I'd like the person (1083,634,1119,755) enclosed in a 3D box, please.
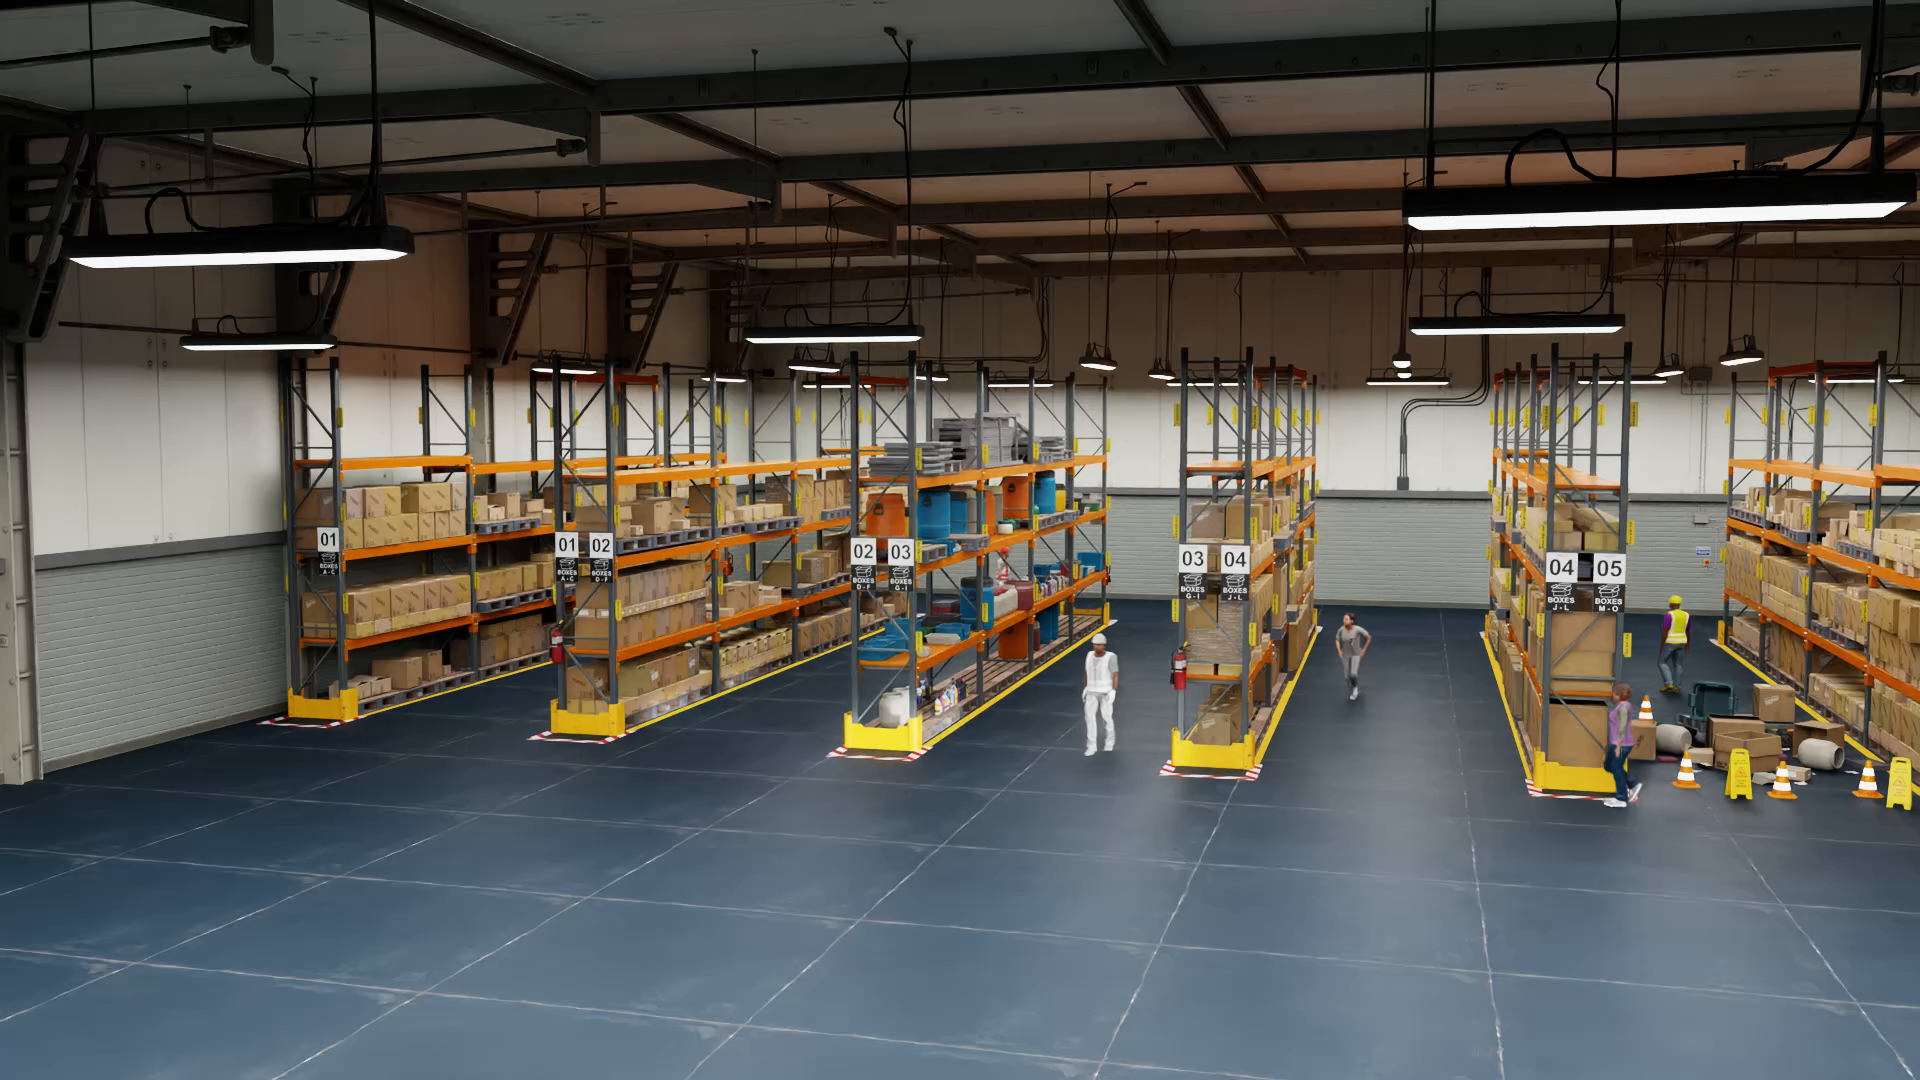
[{"bbox_3d":[2.077,2.303,24.840,0.628,1.822,0.585,3,5,34],"label":"person"}]

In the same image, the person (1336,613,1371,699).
[{"bbox_3d":[6.969,2.054,29.439,0.616,1.582,0.683,2,5,25],"label":"person"}]

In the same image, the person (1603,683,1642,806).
[{"bbox_3d":[8.515,2.624,21.299,0.477,1.588,0.415,1,4,12],"label":"person"}]

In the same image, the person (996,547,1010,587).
[{"bbox_3d":[1.083,1.064,41.465,0.400,1.786,0.595,0,4,5],"label":"person"}]

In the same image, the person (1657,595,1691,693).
[{"bbox_3d":[13.023,1.905,30.326,0.609,1.787,0.403,-1,4,-13],"label":"person"}]
